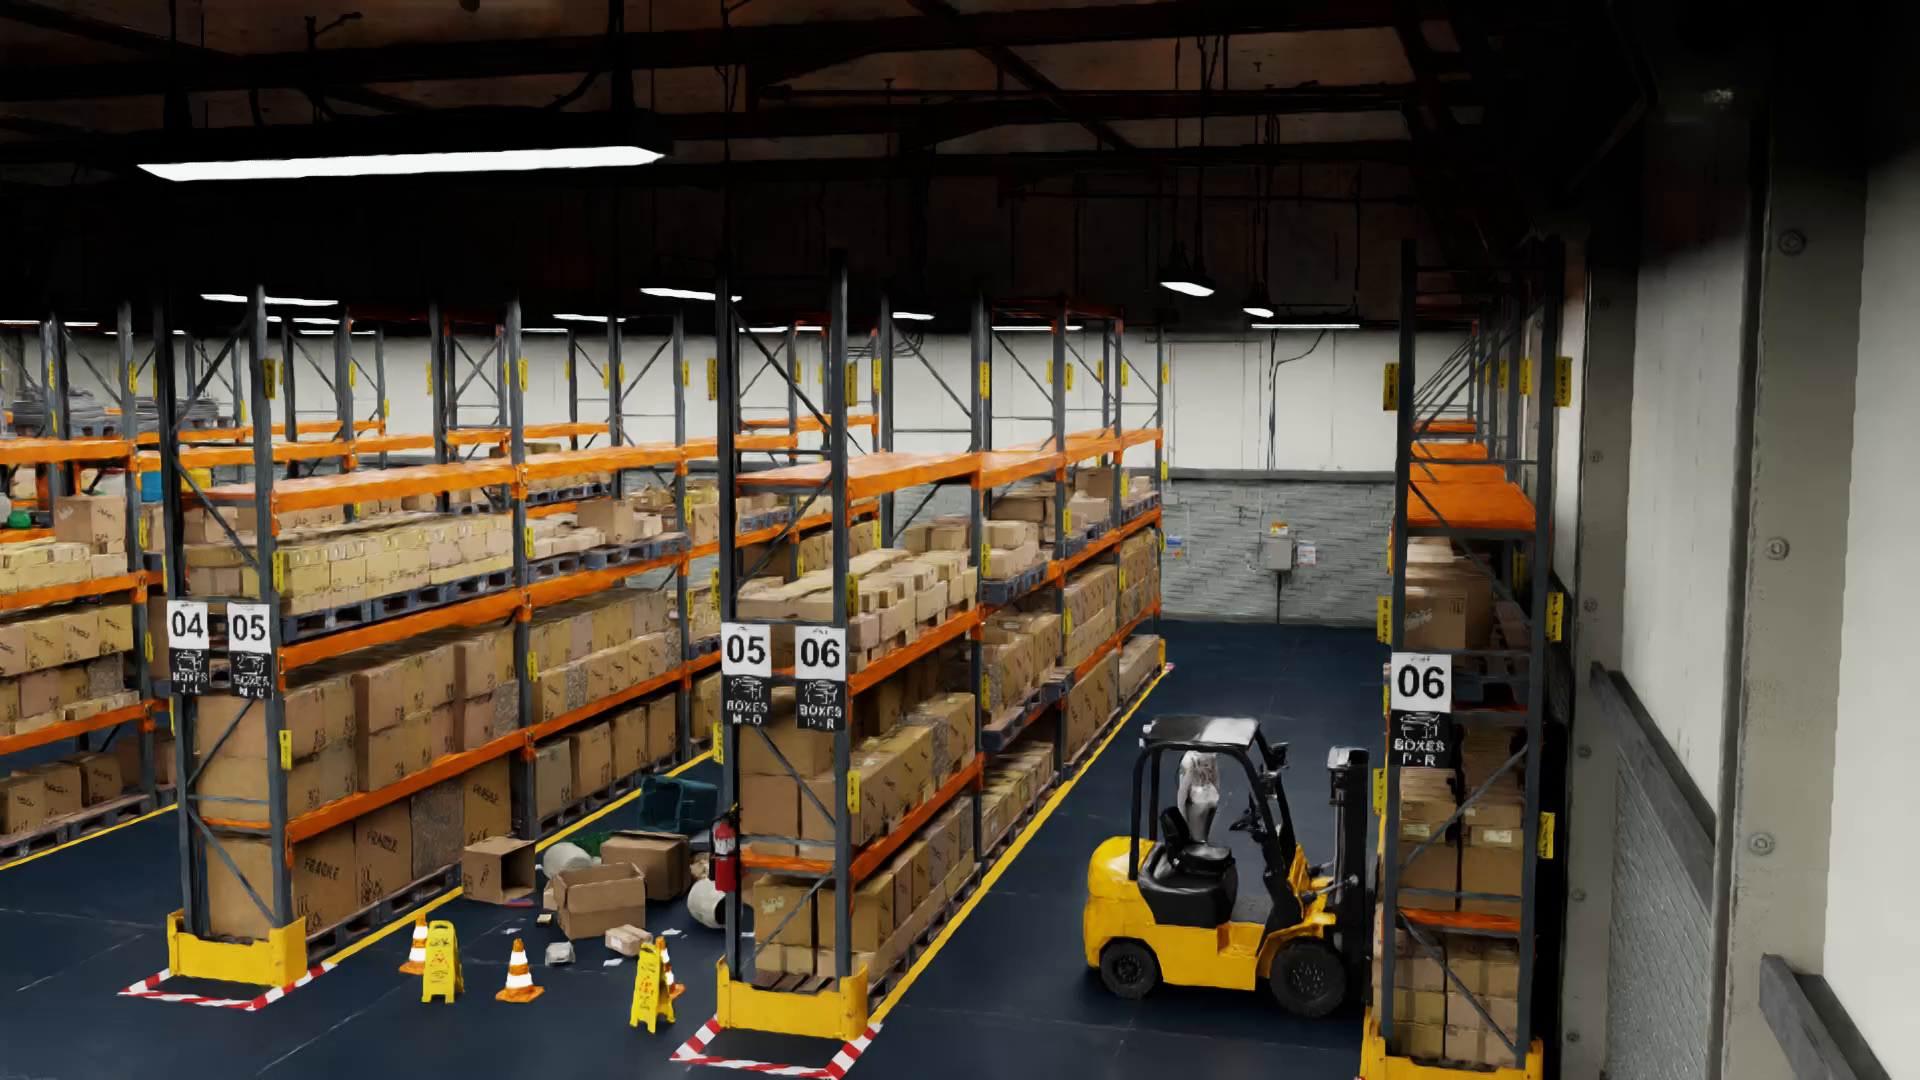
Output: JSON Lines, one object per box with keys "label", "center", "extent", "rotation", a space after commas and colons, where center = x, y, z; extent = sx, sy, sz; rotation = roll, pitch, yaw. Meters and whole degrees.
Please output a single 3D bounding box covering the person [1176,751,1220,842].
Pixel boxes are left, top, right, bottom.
{"label": "person", "center": [2.320, 2.601, 16.314], "extent": [0.542, 1.667, 0.572], "rotation": [6, 8, 44]}
